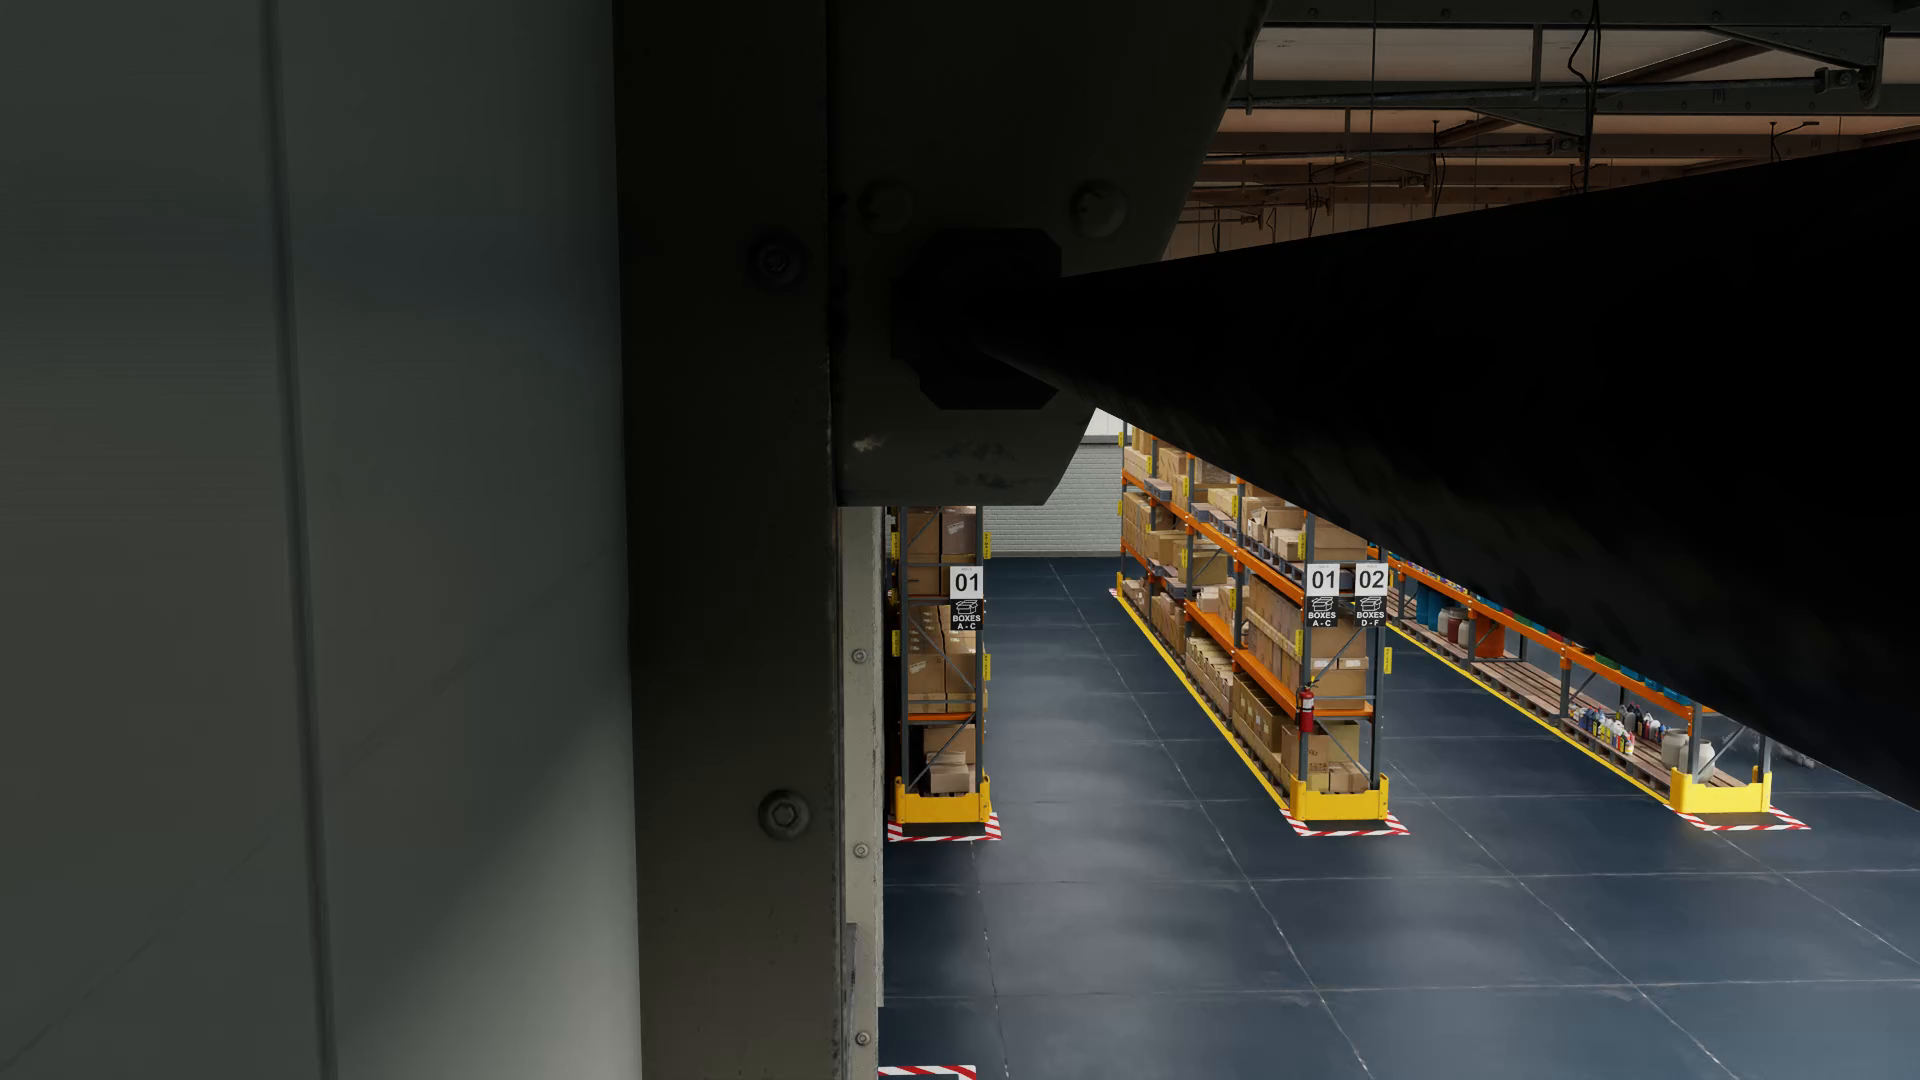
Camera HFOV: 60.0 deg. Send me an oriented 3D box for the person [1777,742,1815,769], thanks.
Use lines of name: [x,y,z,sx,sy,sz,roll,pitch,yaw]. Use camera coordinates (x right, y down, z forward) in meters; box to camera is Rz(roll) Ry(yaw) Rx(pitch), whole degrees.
person: [11.772,2.329,22.951,0.637,1.570,1.115,-2,8,-11]
